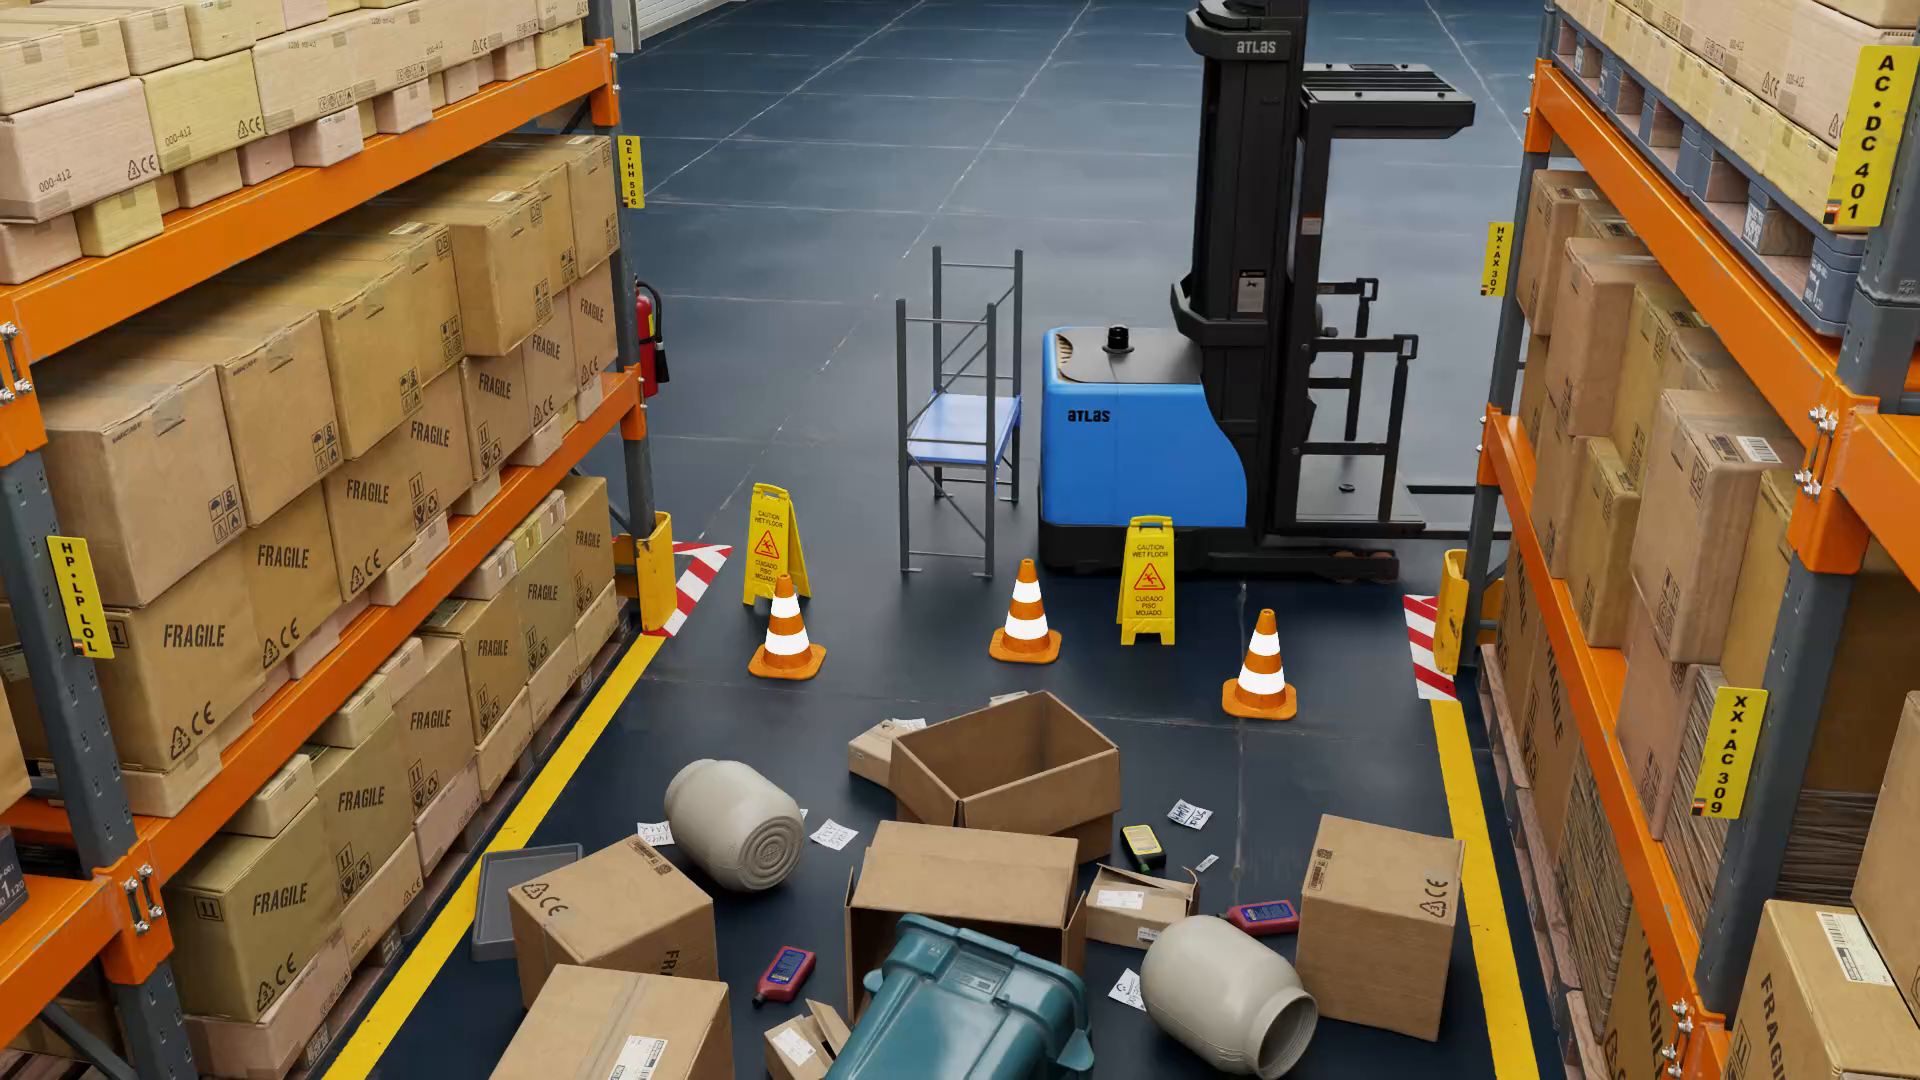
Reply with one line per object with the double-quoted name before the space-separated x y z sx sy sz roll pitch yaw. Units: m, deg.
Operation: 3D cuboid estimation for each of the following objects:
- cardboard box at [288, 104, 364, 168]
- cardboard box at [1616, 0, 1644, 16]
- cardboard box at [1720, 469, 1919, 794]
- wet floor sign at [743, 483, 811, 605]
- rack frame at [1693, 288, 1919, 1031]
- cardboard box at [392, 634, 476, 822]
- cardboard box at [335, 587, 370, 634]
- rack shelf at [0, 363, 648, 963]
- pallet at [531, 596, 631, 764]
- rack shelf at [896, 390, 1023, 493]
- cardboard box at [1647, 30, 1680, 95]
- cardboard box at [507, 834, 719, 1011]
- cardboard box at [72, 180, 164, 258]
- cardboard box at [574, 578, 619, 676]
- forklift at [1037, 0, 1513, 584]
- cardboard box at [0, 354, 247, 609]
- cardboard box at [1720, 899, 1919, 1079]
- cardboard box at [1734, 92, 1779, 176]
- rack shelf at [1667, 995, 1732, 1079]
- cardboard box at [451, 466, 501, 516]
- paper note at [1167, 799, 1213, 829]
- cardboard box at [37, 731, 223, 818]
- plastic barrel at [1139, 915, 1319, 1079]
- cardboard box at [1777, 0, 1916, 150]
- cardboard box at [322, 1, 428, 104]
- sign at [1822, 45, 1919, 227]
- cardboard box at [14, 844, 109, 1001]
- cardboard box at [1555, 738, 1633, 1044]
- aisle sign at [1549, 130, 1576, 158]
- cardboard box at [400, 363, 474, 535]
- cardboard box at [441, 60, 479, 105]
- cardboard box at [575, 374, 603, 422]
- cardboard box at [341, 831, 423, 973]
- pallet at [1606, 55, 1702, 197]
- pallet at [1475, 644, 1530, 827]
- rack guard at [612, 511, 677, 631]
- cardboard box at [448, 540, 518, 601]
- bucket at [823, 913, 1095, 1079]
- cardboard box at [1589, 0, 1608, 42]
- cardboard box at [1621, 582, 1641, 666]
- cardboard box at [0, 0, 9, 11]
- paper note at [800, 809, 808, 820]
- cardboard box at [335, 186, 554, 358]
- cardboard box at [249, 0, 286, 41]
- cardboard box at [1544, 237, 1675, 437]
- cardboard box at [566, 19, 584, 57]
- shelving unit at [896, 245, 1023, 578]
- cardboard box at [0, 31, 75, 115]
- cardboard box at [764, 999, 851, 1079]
"cardboard box" -2.096 -1.262 5.166 0.380 0.149 0.250 4 25 7
"cardboard box" 2.372 -1.796 5.224 0.500 0.250 0.500 4 25 8
"cardboard box" 2.309 0.221 3.789 0.875 0.550 0.550 4 25 9
"wet floor sign" -0.945 0.017 8.452 0.267 0.644 0.232 13 28 26
"rack frame" 2.214 0.930 3.725 1.000 3.000 0.127 4 25 9
"cardboard box" -2.161 0.675 6.133 0.500 0.500 0.500 5 26 11
"cardboard box" -2.227 0.196 5.589 0.380 0.149 0.250 4 25 8
"rack shelf" -2.359 0.118 6.307 1.077 0.370 4.000 4 25 9
"pallet" -2.212 0.588 7.744 1.003 0.211 1.213 4 25 9
"rack shelf" 0.014 -0.552 9.085 0.538 0.185 1.000 4 25 9
"cardboard box" 2.207 -1.363 4.769 0.380 0.149 0.250 4 25 8
"cardboard box" -1.168 1.406 5.653 0.500 0.500 0.500 -20 32 -36
"cardboard box" -2.292 -0.835 4.253 0.380 0.149 0.250 4 25 9
"cardboard box" -1.903 0.378 7.652 0.500 0.250 0.500 4 25 8
"forklift" 1.952 -1.325 8.623 3.031 2.935 1.130 1 25 1
"cardboard box" -2.400 -0.173 4.433 0.700 0.500 0.500 4 25 8
"cardboard box" 1.863 1.086 3.274 0.500 0.500 0.500 4 25 9
"cardboard box" 2.040 -0.939 3.862 0.380 0.149 0.250 4 25 9
"rack shelf" 1.887 2.092 2.091 1.077 0.370 4.000 4 25 9
"cardboard box" -2.022 -0.219 6.476 0.380 0.149 0.250 4 25 8
"paper note" 0.944 1.123 6.817 0.144 0.017 0.142 13 28 26
"cardboard box" -2.318 0.633 4.655 0.380 0.149 0.250 4 25 8
"plastic barrel" 0.886 1.516 5.512 0.421 0.421 0.512 -20 32 -36
"cardboard box" 2.041 -0.955 3.426 0.500 0.250 0.500 4 25 8
"cardboard box" -2.094 -1.598 5.412 0.500 0.250 0.500 4 25 9
"sign" 1.667 -0.737 3.044 0.100 0.325 0.005 4 25 9
"cardboard box" -2.854 1.079 5.271 0.500 0.500 0.500 4 25 8
"cardboard box" 2.530 1.066 5.444 0.875 0.875 0.875 4 25 9
"aisle sign" 2.584 -1.971 6.856 0.394 0.787 0.004 4 25 9
"cardboard box" -2.122 -0.349 5.989 0.500 0.500 0.500 4 25 9
"cardboard box" -2.001 -1.696 6.093 0.380 0.149 0.250 4 25 8
"cardboard box" -1.814 -0.645 7.386 0.380 0.149 0.250 4 25 8
"cardboard box" -2.247 1.232 5.828 0.500 0.250 0.500 5 26 11
"pallet" 2.560 -1.239 4.925 1.003 0.211 1.213 4 25 9
"pallet" 2.815 0.860 7.165 1.003 0.211 1.213 4 25 9
"rack guard" -2.044 0.120 8.404 1.175 0.500 0.348 4 25 9
"cardboard box" -1.988 0.104 6.588 0.380 0.149 0.250 5 26 11
"bucket" -0.038 1.507 4.560 0.726 0.611 0.620 13 38 26
"cardboard box" 2.372 -1.785 5.670 0.380 0.149 0.250 4 25 9
"cardboard box" 2.535 0.257 4.985 0.875 0.550 0.550 4 25 9
"cardboard box" -2.752 -1.341 4.395 0.380 0.149 0.250 5 25 10
"paper note" -0.652 1.138 6.808 0.032 0.001 0.123 4 25 9
"cardboard box" -1.972 -1.016 6.235 0.700 0.500 0.500 4 25 8
"cardboard box" -2.186 -1.522 4.780 0.380 0.149 0.250 3 25 7
"cardboard box" 2.545 -0.686 5.728 0.875 0.550 0.550 4 25 9
"cardboard box" -1.814 -2.120 6.999 0.380 0.149 0.250 4 25 9
"shelving unit" 0.014 -0.715 9.008 0.538 1.500 1.048 4 25 9
"cardboard box" -2.312 -1.086 3.849 0.380 0.149 0.250 4 25 8
"cardboard box" -0.435 1.675 5.358 0.258 0.266 0.396 -14 29 -27
